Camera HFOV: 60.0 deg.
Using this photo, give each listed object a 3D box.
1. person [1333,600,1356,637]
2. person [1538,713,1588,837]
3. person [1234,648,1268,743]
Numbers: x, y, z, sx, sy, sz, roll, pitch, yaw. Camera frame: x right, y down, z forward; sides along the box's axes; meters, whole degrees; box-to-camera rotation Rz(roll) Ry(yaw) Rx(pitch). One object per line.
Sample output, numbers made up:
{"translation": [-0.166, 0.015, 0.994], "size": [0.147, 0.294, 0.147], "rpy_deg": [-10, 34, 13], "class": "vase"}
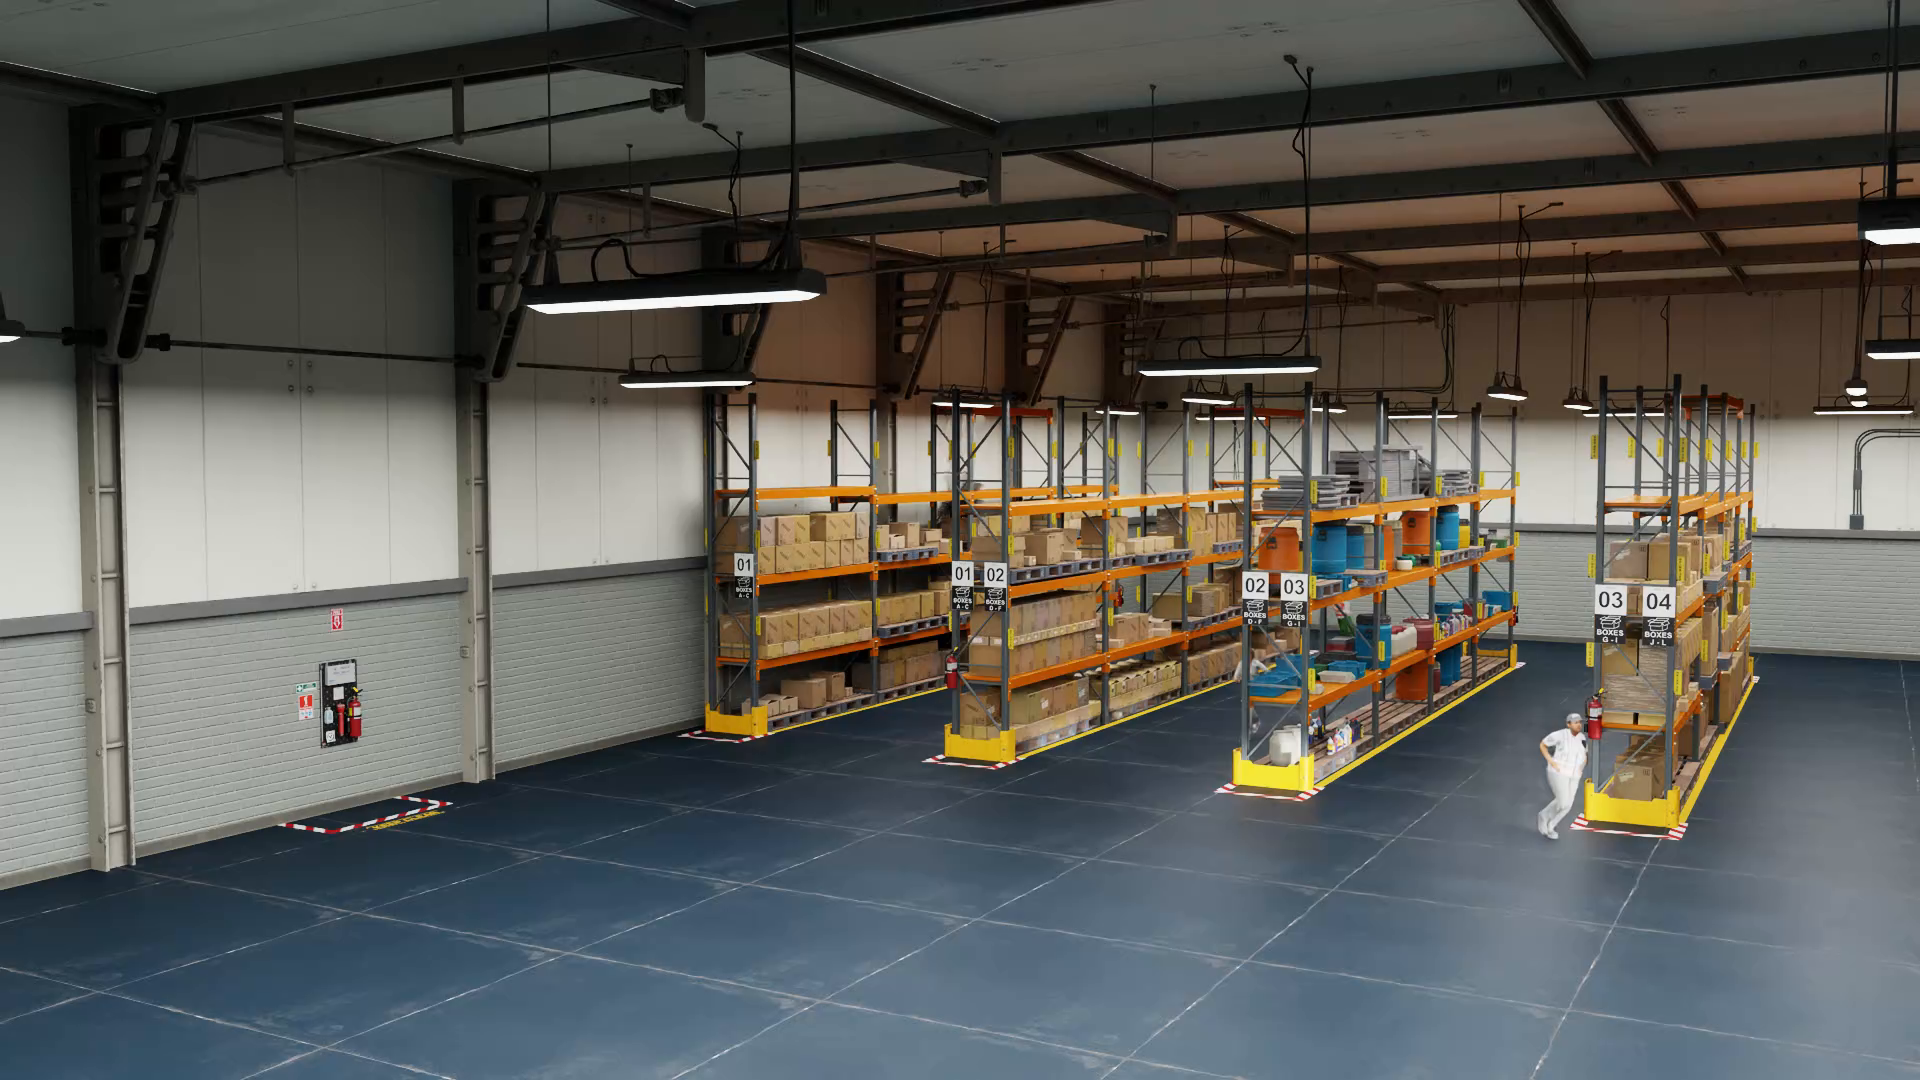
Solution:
{"translation": [9.440, 1.915, 40.935], "size": [0.660, 1.772, 0.785], "rpy_deg": [-2, 4, -38], "class": "person"}
{"translation": [7.823, 3.036, 21.451], "size": [0.621, 1.616, 0.524], "rpy_deg": [-1, 3, -18], "class": "person"}
{"translation": [5.024, 2.653, 28.749], "size": [0.562, 1.613, 0.901], "rpy_deg": [2, 4, 29], "class": "person"}
